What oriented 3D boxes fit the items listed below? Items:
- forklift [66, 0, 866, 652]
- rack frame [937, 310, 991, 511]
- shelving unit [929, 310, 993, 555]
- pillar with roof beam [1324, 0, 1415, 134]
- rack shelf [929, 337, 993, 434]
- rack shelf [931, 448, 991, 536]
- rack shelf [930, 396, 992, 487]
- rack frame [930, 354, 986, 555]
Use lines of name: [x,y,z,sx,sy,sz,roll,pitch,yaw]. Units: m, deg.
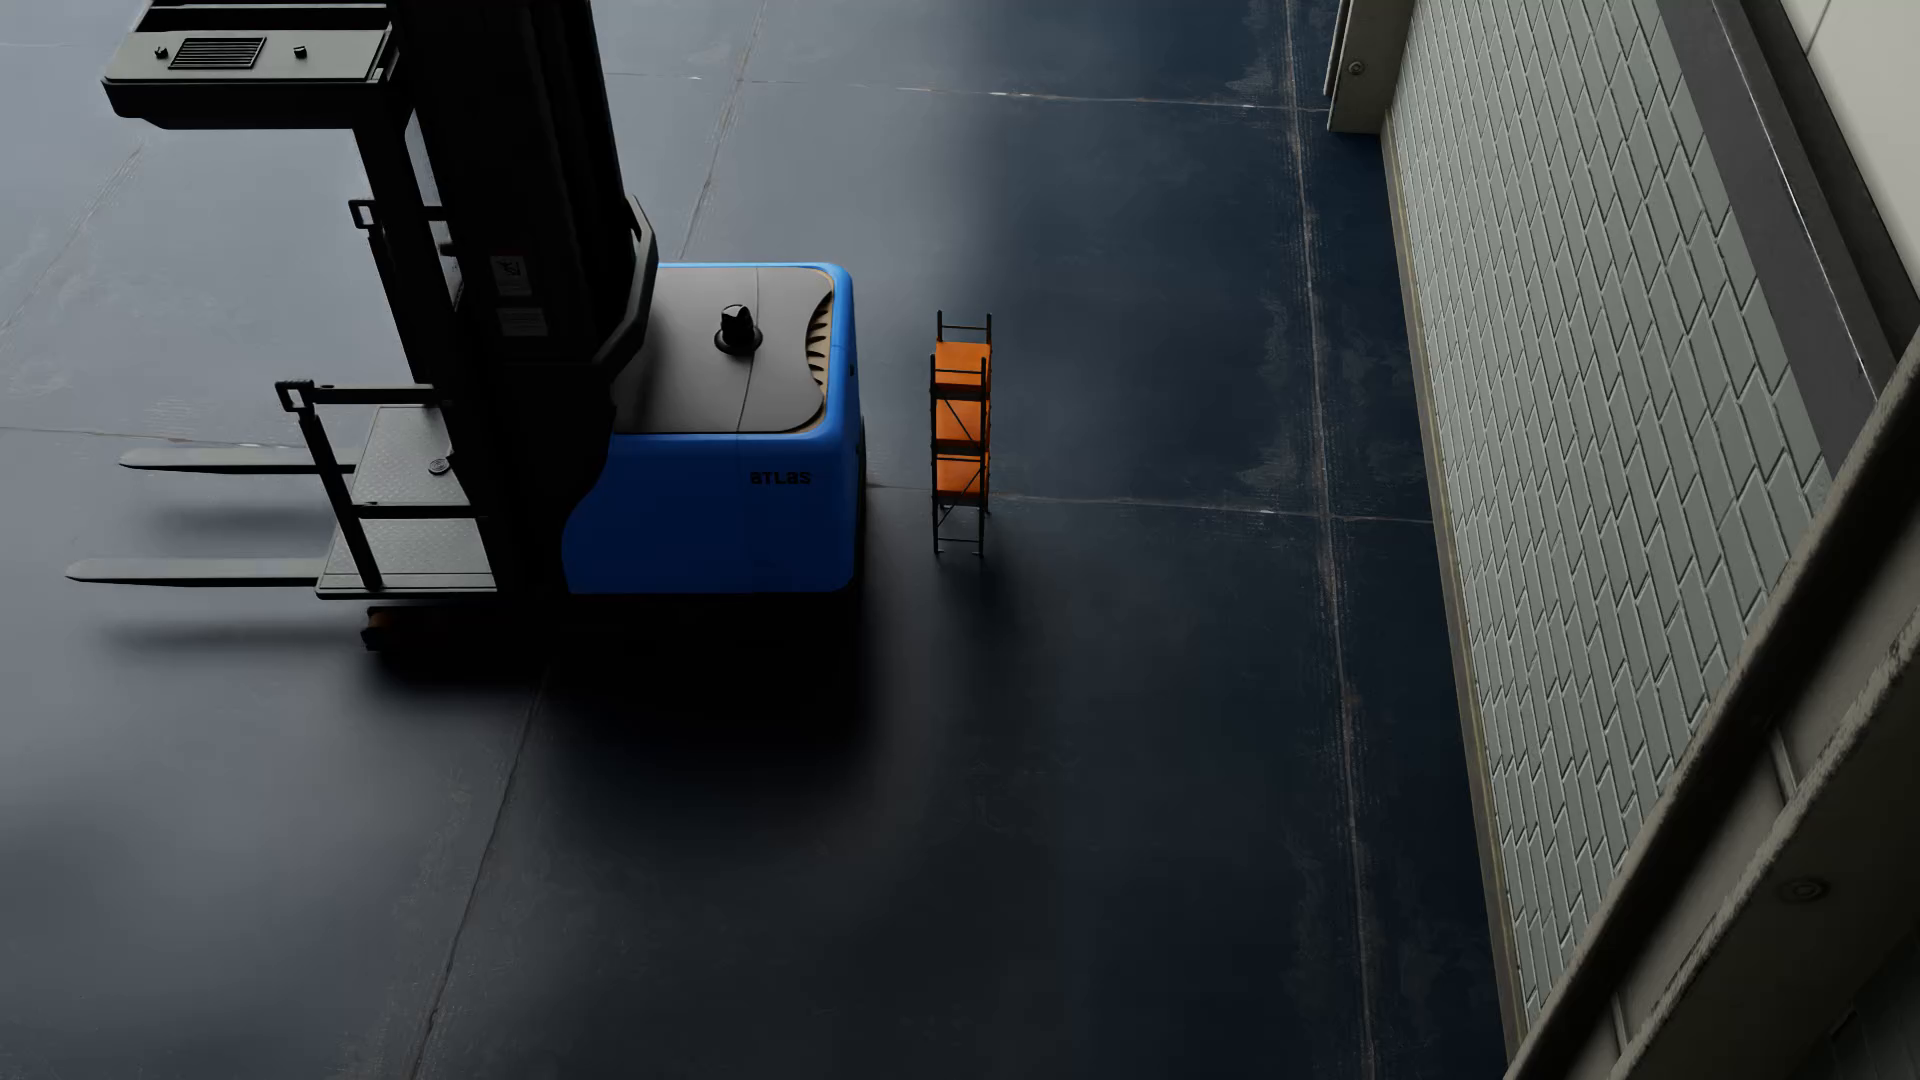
forklift: [-1.905,-0.954,5.662,3.031,2.935,1.130,0,48,0]
rack frame: [0.016,-0.483,6.506,0.200,1.050,0.008,4,48,4]
shelving unit: [0.005,-0.394,6.424,0.215,1.050,0.252,4,48,4]
pillar with roof beam: [-2.182,-5.611,5.810,9.100,9.000,0.400,4,48,4]
rack shelf: [0.005,-0.578,6.223,0.215,0.259,0.240,4,48,4]
rack shelf: [0.005,-0.199,6.637,0.215,0.259,0.240,4,48,4]
rack shelf: [0.005,-0.387,6.432,0.215,0.259,0.240,4,48,4]
rack frame: [-0.006,-0.304,6.342,0.200,1.050,0.008,4,48,4]
